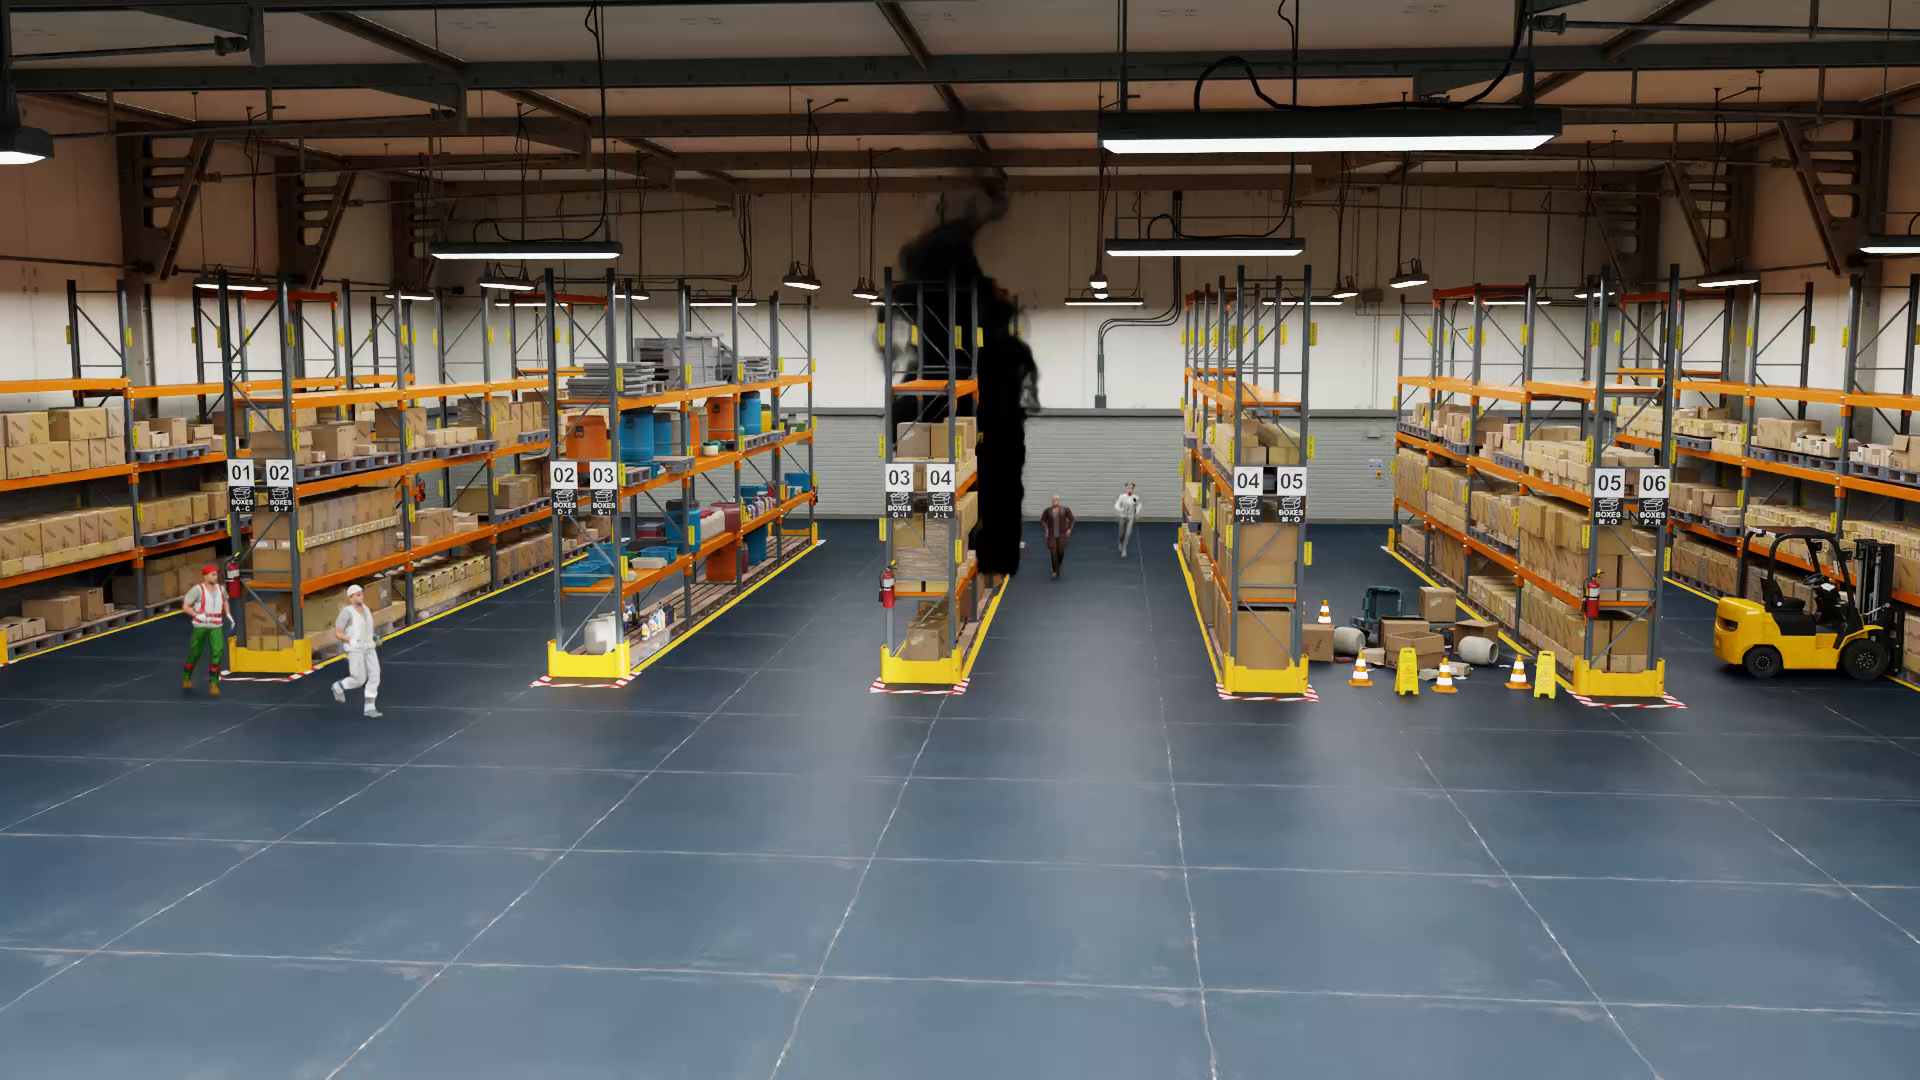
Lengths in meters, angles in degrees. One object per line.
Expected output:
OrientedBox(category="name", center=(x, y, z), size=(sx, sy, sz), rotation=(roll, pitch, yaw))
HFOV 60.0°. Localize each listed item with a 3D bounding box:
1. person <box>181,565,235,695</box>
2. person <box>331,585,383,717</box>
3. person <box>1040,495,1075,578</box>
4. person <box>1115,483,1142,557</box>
OrientedBox(category="person", center=(-10.611, 1.245, 23.559), size=(0.853, 1.785, 0.722), rotation=(6, 9, 43))
OrientedBox(category="person", center=(-7.974, 1.462, 22.041), size=(0.818, 1.758, 0.653), rotation=(3, 8, 26))
OrientedBox(category="person", center=(2.023, -0.077, 34.798), size=(0.717, 1.741, 0.557), rotation=(1, 7, 9))
OrientedBox(category="person", center=(3.888, -0.492, 38.461), size=(0.627, 1.702, 0.821), rotation=(1, 7, 6))
